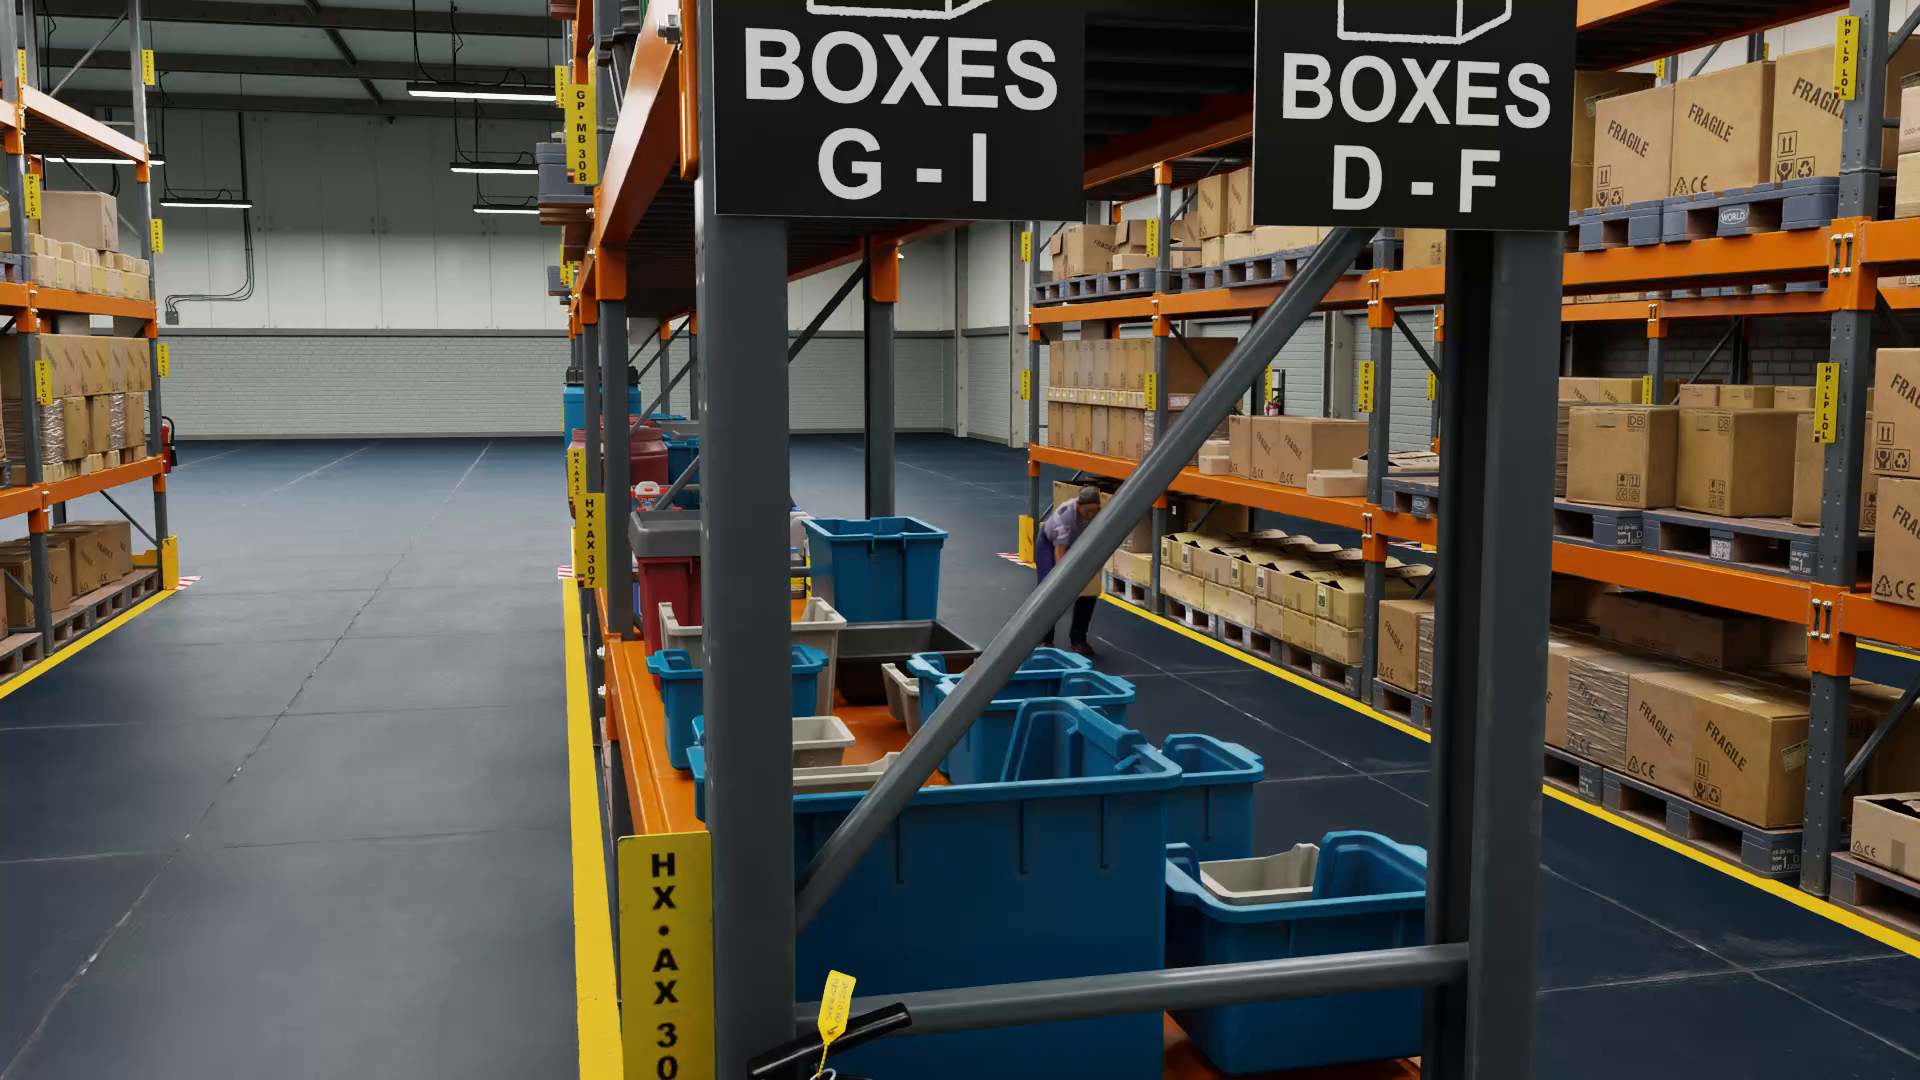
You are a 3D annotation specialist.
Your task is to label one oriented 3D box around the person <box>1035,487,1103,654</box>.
[{"bbox_3d":[0.852,0.228,12.719,0.456,1.318,0.813,-2,6,-15],"label":"person"}]
